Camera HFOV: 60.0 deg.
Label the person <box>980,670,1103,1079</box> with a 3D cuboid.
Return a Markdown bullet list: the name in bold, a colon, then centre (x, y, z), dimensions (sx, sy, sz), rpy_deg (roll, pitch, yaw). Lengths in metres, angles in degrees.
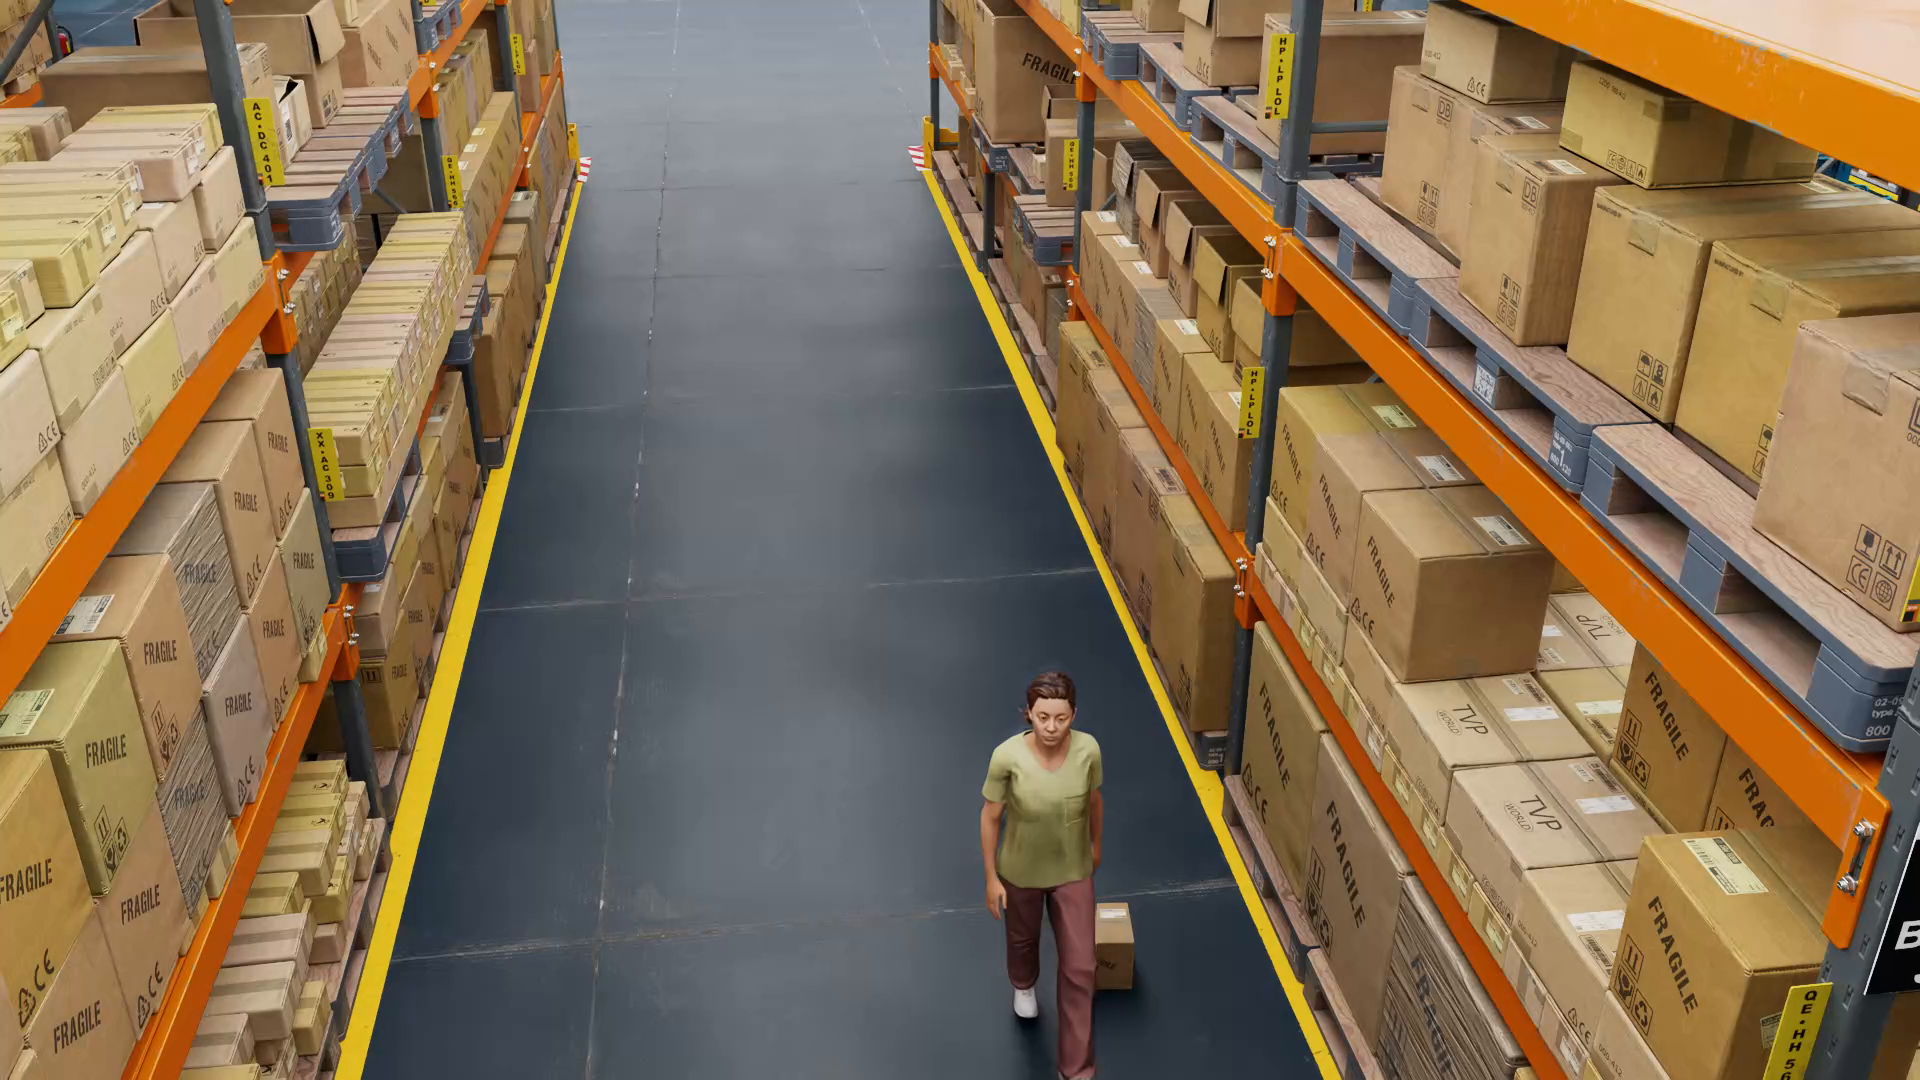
- **person**: centre (0.316, 1.271, 6.148), dimensions (0.477, 1.663, 0.864), rpy_deg (-1, 27, -2)
